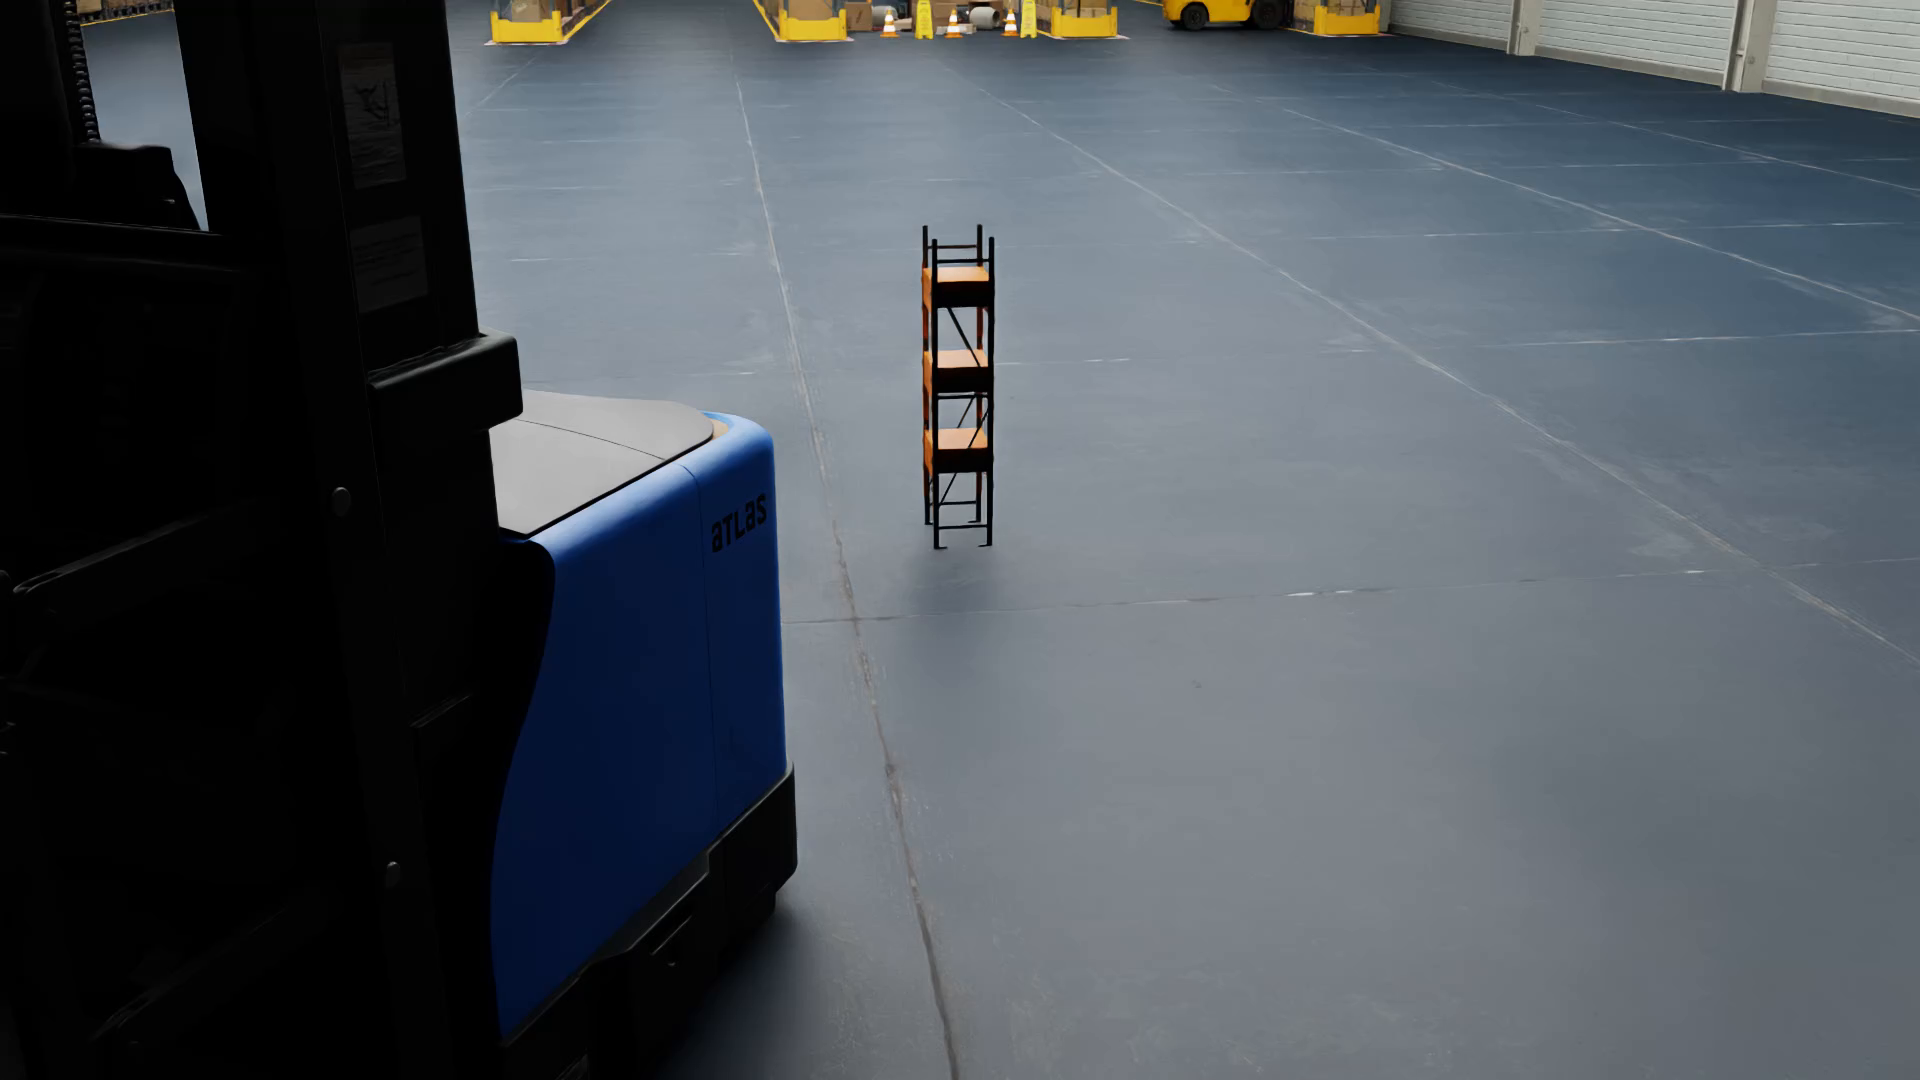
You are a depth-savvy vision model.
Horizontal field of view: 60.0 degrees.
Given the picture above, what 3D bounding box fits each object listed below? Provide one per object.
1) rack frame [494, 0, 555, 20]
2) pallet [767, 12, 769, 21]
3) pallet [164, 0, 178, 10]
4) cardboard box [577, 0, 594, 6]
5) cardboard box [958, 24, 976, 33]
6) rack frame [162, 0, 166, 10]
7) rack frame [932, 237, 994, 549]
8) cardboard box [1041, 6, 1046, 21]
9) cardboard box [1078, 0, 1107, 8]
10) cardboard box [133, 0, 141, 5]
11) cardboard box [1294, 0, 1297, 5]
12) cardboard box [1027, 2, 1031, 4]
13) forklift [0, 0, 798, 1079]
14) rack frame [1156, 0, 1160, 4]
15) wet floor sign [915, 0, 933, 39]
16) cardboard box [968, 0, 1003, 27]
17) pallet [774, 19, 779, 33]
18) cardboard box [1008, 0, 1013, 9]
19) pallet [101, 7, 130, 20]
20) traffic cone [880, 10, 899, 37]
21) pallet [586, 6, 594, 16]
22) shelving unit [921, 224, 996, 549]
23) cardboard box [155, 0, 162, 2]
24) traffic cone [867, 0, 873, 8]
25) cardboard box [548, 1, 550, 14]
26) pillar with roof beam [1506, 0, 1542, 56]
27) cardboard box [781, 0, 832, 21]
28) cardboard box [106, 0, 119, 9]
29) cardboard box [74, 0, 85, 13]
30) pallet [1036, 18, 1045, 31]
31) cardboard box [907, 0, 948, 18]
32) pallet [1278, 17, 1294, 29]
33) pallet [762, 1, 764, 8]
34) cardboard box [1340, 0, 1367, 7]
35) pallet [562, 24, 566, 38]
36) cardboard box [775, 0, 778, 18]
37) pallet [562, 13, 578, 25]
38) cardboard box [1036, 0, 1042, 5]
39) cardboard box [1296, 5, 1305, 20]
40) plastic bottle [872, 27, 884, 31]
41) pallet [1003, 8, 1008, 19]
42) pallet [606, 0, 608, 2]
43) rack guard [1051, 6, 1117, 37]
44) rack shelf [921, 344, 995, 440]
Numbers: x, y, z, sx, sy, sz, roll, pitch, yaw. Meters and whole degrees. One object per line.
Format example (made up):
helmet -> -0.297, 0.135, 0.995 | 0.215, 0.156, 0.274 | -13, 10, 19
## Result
rack frame -> -7.533, -10.095, 28.457 | 1.000, 3.000, 0.127 | -3, 21, -8
pallet -> -3.552, -11.075, 35.067 | 1.003, 0.211, 1.213 | -3, 21, -8
pallet -> -19.164, -12.682, 39.371 | 1.003, 0.211, 1.213 | -3, 21, -8
cardboard box -> -8.765, -12.306, 36.813 | 1.225, 0.875, 0.875 | -4, 21, -10
cardboard box -> 0.086, -9.611, 31.235 | 0.380, 0.149, 0.250 | 8, 22, 20
rack frame -> -19.066, -13.751, 38.246 | 1.000, 3.000, 0.127 | -3, 21, -8
rack frame -> 0.010, -0.468, 5.469 | 0.200, 1.050, 0.008 | -3, 21, -8
cardboard box -> 1.824, -9.949, 31.397 | 0.500, 0.250, 0.500 | -3, 21, -8
cardboard box -> 2.427, -10.156, 30.878 | 0.500, 0.500, 0.500 | -4, 21, -10
cardboard box -> -18.501, -12.109, 36.793 | 0.500, 0.500, 0.500 | -4, 21, -10
cardboard box -> 6.648, -10.494, 32.140 | 0.500, 0.250, 0.500 | -3, 21, -9
cardboard box -> 1.603, -10.486, 32.834 | 0.500, 0.250, 0.500 | -2, 21, -5
forklift -> -1.383, -0.199, 2.059 | 1.130, 2.935, 3.031 | 8, 22, 21
rack frame -> 5.455, -15.001, 41.593 | 1.000, 3.000, 0.127 | -3, 21, -8
wet floor sign -> -0.647, -9.297, 29.685 | 0.267, 0.644, 0.232 | -7, 21, -17
cardboard box -> 0.505, -10.370, 32.763 | 0.500, 0.500, 0.500 | 12, 24, 29
pallet -> -2.976, -9.698, 31.380 | 1.003, 0.211, 1.213 | -3, 21, -8
cardboard box -> 1.512, -11.375, 35.041 | 0.950, 0.372, 0.625 | -2, 21, -4
pallet -> -18.560, -11.320, 35.723 | 1.003, 0.211, 1.213 | -3, 21, -8
traffic cone -> -1.282, -9.377, 30.161 | 0.336, 0.463, 0.334 | -3, 21, -8
pallet -> -8.725, -11.835, 37.102 | 1.003, 0.211, 1.213 | -3, 21, -8
shelving unit -> -0.008, -0.510, 5.582 | 0.215, 1.050, 0.252 | -3, 21, -8
cardboard box -> -18.712, -12.630, 38.188 | 0.500, 0.500, 0.500 | -3, 21, -8
traffic cone -> -1.886, -11.047, 34.632 | 0.336, 0.463, 0.334 | -3, 21, -8
cardboard box -> -7.798, -9.760, 30.534 | 0.500, 0.500, 0.500 | -1, 21, -3
pillar with roof beam -> 4.581, -11.648, 24.043 | 9.100, 9.000, 0.400 | -3, 21, -8
cardboard box -> -2.773, -9.743, 29.951 | 0.875, 0.875, 0.875 | -3, 21, -7
cardboard box -> -18.272, -11.573, 35.359 | 0.500, 0.500, 0.500 | -2, 21, -5
cardboard box -> -18.025, -10.752, 33.547 | 0.500, 0.250, 0.500 | -2, 21, -7
pallet -> 2.008, -10.019, 32.239 | 1.003, 0.211, 1.213 | -3, 21, -8
cardboard box -> -0.628, -10.292, 32.360 | 0.797, 0.637, 0.503 | -3, 21, -8
pallet -> 6.860, -10.224, 32.788 | 1.003, 0.211, 1.213 | -3, 21, -8
pallet -> -4.226, -12.889, 39.923 | 1.003, 0.211, 1.213 | -3, 21, -8
cardboard box -> 7.322, -10.162, 31.253 | 0.500, 0.250, 0.500 | -3, 21, -7
pallet -> -7.626, -9.098, 29.773 | 1.003, 0.211, 1.213 | -3, 21, -8
cardboard box -> -3.166, -10.675, 32.446 | 0.875, 0.875, 0.875 | -3, 21, -7
pallet -> -8.223, -10.443, 33.374 | 1.003, 0.211, 1.213 | -3, 21, -8
cardboard box -> 1.755, -10.474, 31.731 | 0.500, 0.500, 0.500 | -3, 21, -9
cardboard box -> 6.742, -10.074, 31.731 | 0.500, 0.250, 0.500 | -3, 21, -8
plastic bottle -> -1.519, -9.767, 31.778 | 0.283, 0.061, 0.133 | -11, 23, -26
pallet -> 1.404, -11.366, 35.846 | 1.003, 0.211, 1.213 | -3, 21, -8
pallet -> -9.647, -14.055, 43.046 | 1.003, 0.211, 1.213 | -3, 21, -8
rack guard -> 2.262, -9.450, 30.303 | 1.175, 0.500, 0.348 | -3, 21, -8
rack shelf -> -0.008, -0.500, 5.586 | 0.215, 0.259, 0.240 | -3, 21, -8
